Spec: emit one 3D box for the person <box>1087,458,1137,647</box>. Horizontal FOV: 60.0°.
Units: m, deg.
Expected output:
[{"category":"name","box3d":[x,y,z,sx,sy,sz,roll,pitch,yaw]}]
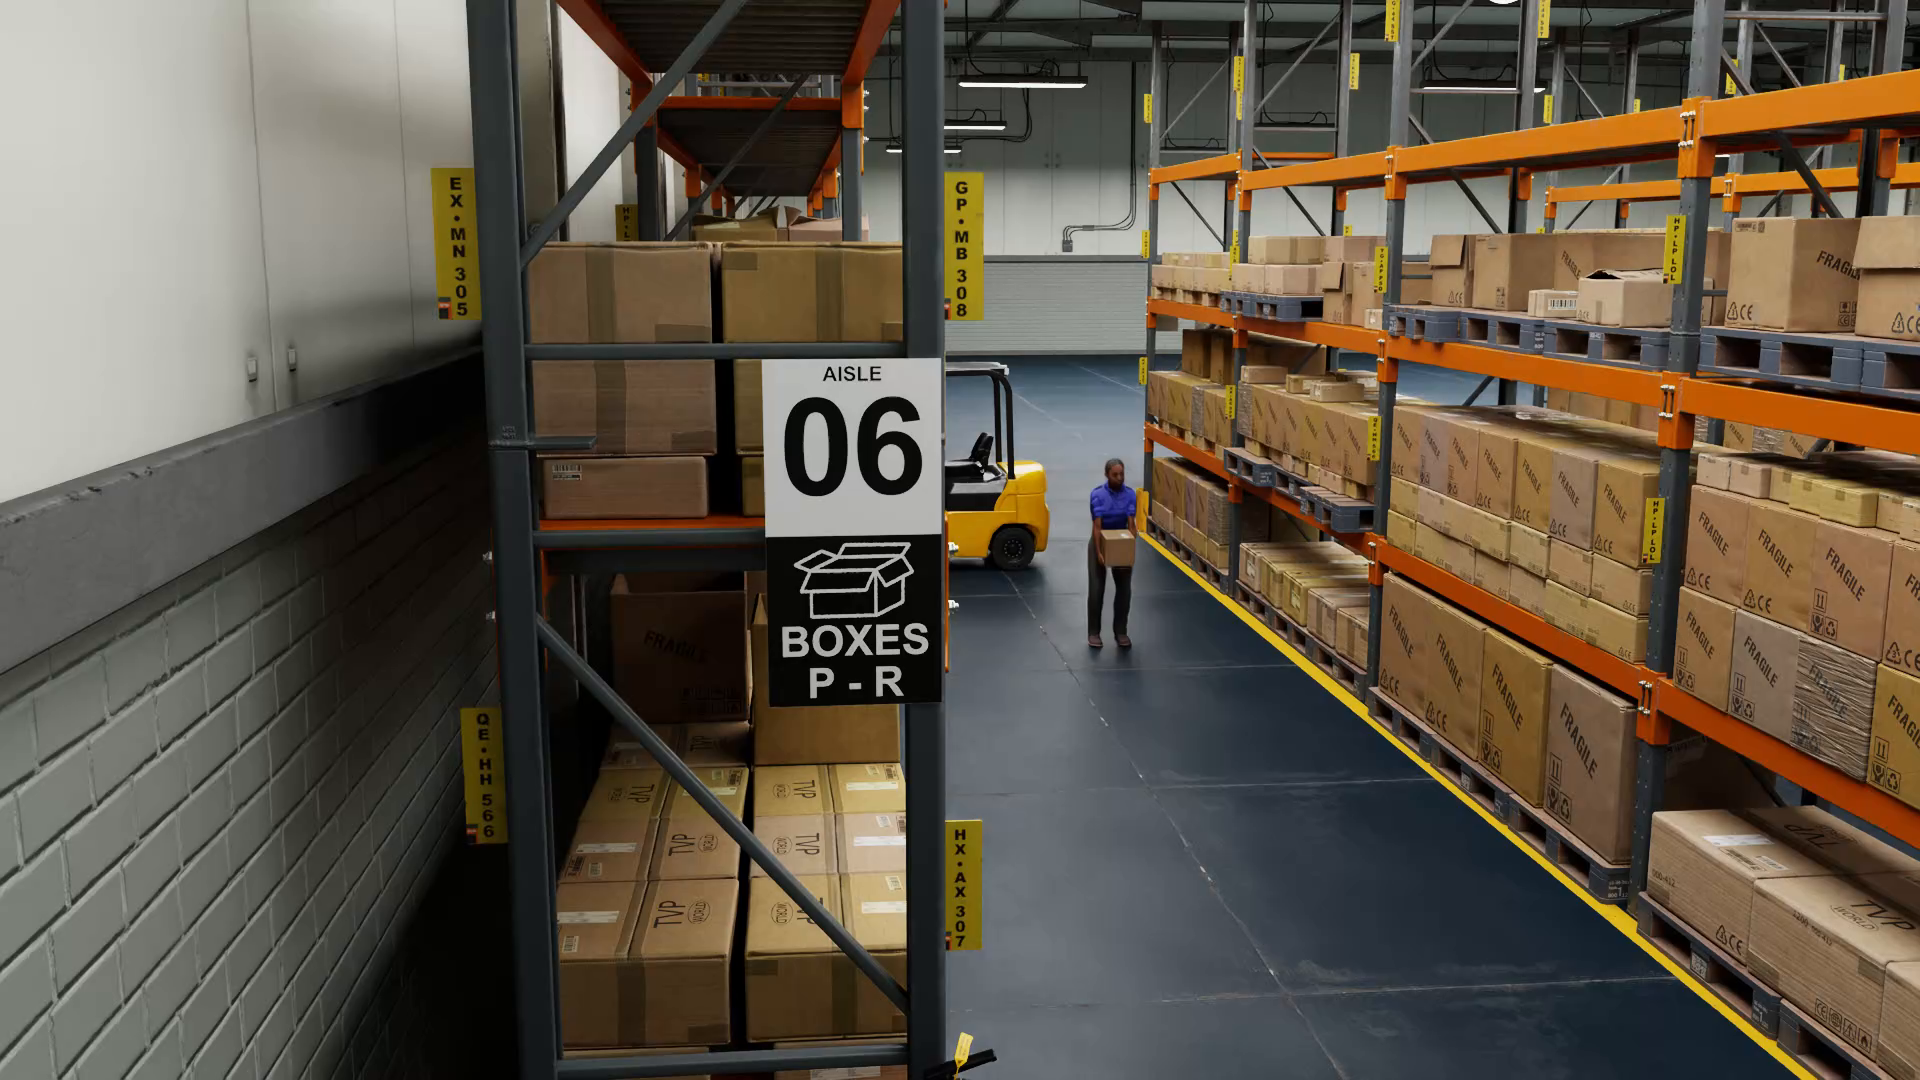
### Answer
[{"category":"person","box3d":[1.321,0.120,14.343,0.411,1.634,0.528,-1,10,-7]}]
